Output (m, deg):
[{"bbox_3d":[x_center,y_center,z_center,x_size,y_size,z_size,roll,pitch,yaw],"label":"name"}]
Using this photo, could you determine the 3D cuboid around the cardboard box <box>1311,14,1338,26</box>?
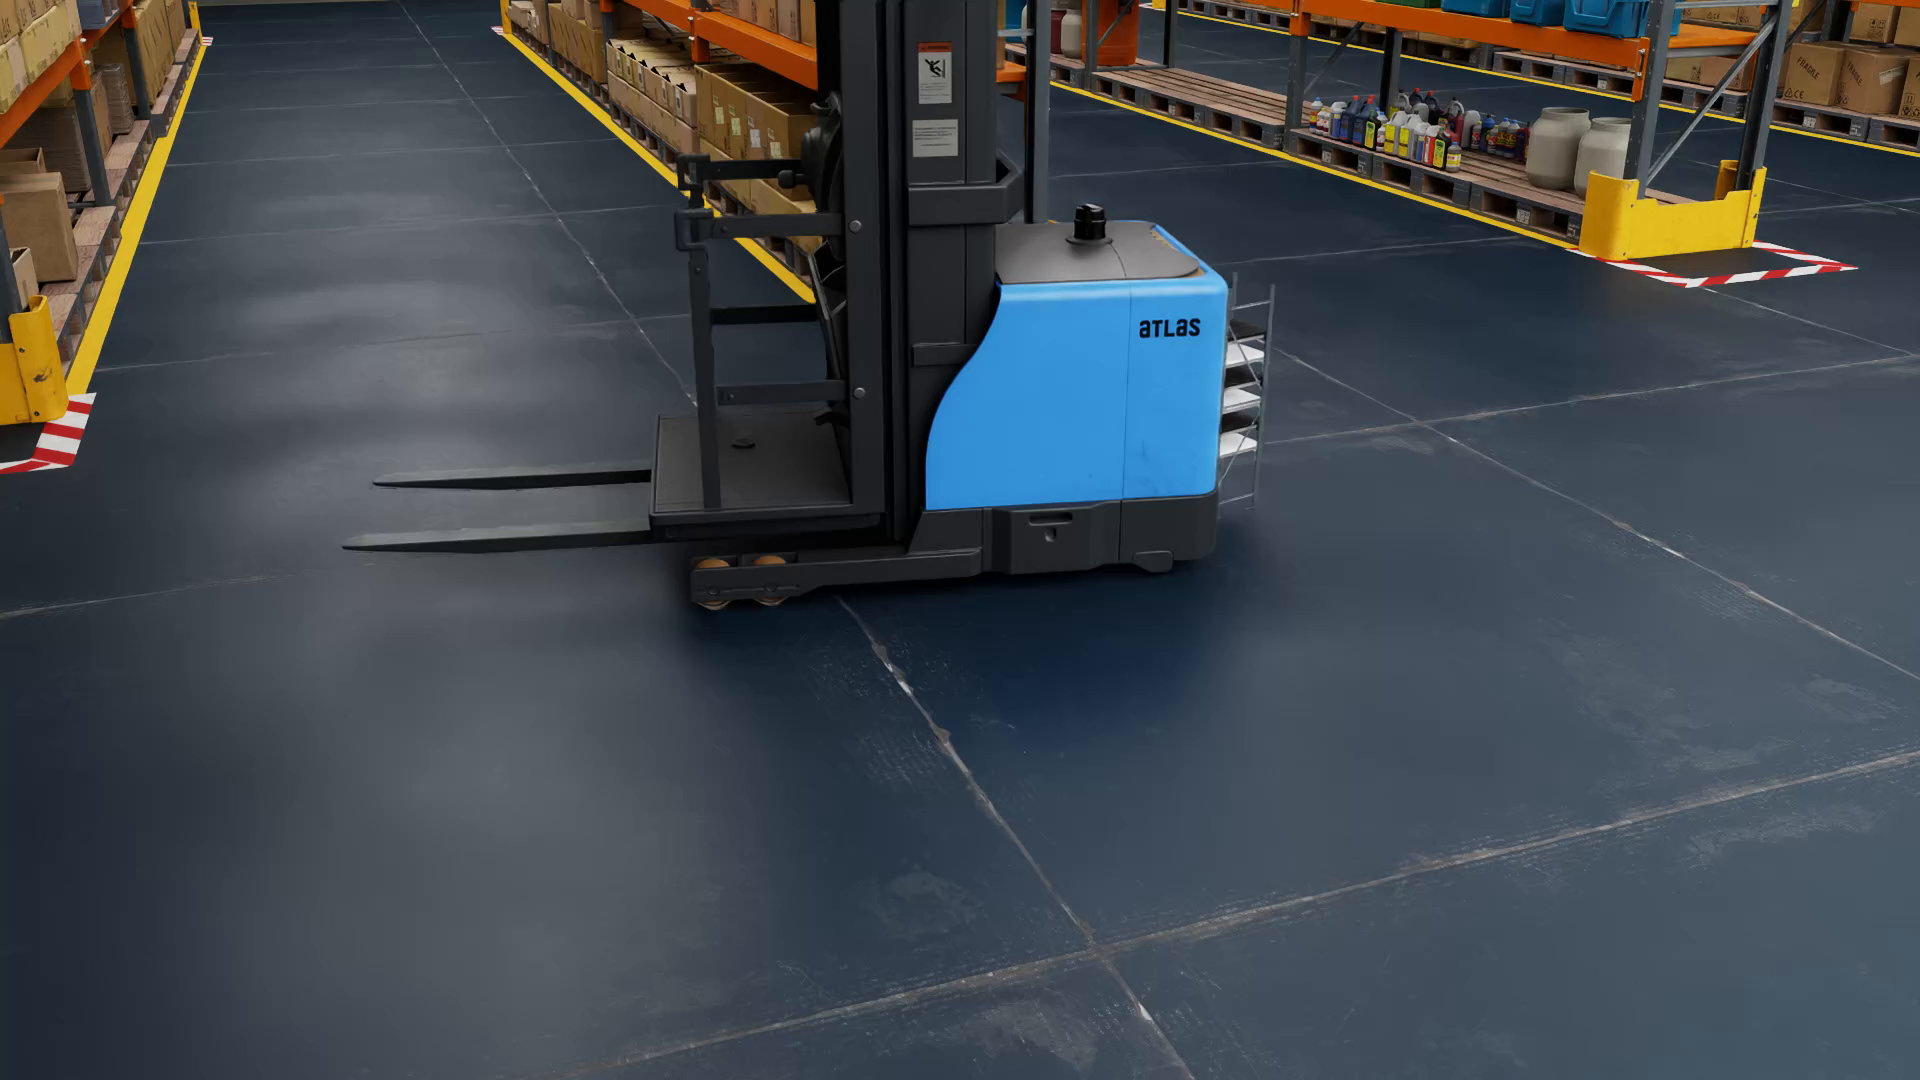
[{"bbox_3d":[5.255,-7.266,21.821,1.225,0.875,0.875,-8,24,-19],"label":"cardboard box"}]

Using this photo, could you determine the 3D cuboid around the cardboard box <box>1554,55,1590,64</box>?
[{"bbox_3d":[6.887,-5.438,17.942,0.700,0.500,0.500,-10,25,-23],"label":"cardboard box"}]

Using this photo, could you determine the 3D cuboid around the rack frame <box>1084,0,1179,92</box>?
[{"bbox_3d":[1.790,-6.148,16.975,1.000,3.000,0.127,-8,24,-19],"label":"rack frame"}]

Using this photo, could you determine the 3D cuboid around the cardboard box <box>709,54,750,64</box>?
[{"bbox_3d":[-1.890,-3.944,14.023,0.500,0.311,0.500,-8,24,-18],"label":"cardboard box"}]

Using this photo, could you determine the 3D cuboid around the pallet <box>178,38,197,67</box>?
[{"bbox_3d":[-9.522,-5.688,19.474,1.003,0.211,1.213,-8,24,-19],"label":"pallet"}]

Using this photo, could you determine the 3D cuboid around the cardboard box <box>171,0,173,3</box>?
[{"bbox_3d":[-9.195,-6.208,18.959,0.380,0.149,0.250,-9,24,-20],"label":"cardboard box"}]

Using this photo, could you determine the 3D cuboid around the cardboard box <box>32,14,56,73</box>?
[{"bbox_3d":[-5.075,-2.600,8.723,0.500,0.250,0.500,-8,24,-19],"label":"cardboard box"}]

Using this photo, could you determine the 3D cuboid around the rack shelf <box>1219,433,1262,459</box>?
[{"bbox_3d":[1.011,-0.352,6.473,0.258,0.077,0.200,-15,28,-31],"label":"rack shelf"}]

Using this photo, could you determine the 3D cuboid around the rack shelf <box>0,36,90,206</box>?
[{"bbox_3d":[-5.359,-2.277,8.717,1.077,0.370,4.000,-8,24,-19],"label":"rack shelf"}]

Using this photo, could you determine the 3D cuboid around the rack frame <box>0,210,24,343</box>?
[{"bbox_3d":[-4.652,-1.882,6.853,1.000,3.000,0.127,-8,24,-19],"label":"rack frame"}]

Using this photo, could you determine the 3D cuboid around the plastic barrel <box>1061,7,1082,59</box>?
[{"bbox_3d":[1.318,-5.564,18.250,0.421,0.512,0.421,0,23,0],"label":"plastic barrel"}]

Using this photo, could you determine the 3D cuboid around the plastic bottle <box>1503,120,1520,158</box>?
[{"bbox_3d":[4.146,-3.013,12.483,0.097,0.271,0.097,0,23,0],"label":"plastic bottle"}]

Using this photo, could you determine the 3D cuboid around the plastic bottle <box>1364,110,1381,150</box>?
[{"bbox_3d":[3.186,-3.161,12.819,0.061,0.283,0.133,-7,24,-17],"label":"plastic bottle"}]

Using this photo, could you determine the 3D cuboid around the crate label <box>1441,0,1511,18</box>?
[{"bbox_3d":[3.713,-3.889,11.570,0.502,0.435,0.616,-8,24,-19],"label":"crate label"}]

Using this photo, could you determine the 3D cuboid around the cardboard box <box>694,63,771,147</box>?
[{"bbox_3d":[-1.561,-3.077,11.722,0.500,0.500,0.500,-8,24,-19],"label":"cardboard box"}]

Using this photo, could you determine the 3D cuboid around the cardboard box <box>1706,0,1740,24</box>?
[{"bbox_3d":[10.240,-7.095,21.900,0.500,0.500,0.500,-9,25,-21],"label":"cardboard box"}]

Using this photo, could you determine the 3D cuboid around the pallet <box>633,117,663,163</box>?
[{"bbox_3d":[-2.164,-3.438,14.135,1.003,0.211,1.213,-8,24,-19],"label":"pallet"}]

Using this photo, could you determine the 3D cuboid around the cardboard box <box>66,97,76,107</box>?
[{"bbox_3d":[-6.570,-2.832,11.760,0.700,0.500,0.500,-9,24,-20],"label":"cardboard box"}]

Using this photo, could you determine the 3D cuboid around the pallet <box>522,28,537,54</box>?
[{"bbox_3d":[-4.935,-6.332,21.001,1.003,0.211,1.213,-8,24,-19],"label":"pallet"}]

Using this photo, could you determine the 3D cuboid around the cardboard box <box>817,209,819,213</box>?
[{"bbox_3d":[-0.487,-1.989,9.141,0.500,0.500,0.500,-8,24,-19],"label":"cardboard box"}]

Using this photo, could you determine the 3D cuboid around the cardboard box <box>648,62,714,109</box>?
[{"bbox_3d":[-2.207,-3.679,13.394,0.500,0.311,0.500,-8,24,-19],"label":"cardboard box"}]

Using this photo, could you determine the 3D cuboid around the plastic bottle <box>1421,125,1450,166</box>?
[{"bbox_3d":[3.494,-2.891,12.189,0.152,0.276,0.135,-8,24,-19],"label":"plastic bottle"}]

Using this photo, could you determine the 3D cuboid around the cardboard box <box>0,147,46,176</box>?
[{"bbox_3d":[-5.661,-2.015,9.820,0.500,0.500,0.500,-10,25,-23],"label":"cardboard box"}]

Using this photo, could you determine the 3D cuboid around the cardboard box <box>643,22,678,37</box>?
[{"bbox_3d":[-2.929,-4.915,16.701,0.500,0.500,0.500,-9,25,-21],"label":"cardboard box"}]

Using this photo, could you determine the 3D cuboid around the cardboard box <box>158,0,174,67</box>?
[{"bbox_3d":[-8.540,-5.227,17.016,0.750,0.750,0.750,-8,24,-18],"label":"cardboard box"}]

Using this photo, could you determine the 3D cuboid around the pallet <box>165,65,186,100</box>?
[{"bbox_3d":[-8.548,-4.687,17.099,1.003,0.211,1.213,-8,24,-19],"label":"pallet"}]

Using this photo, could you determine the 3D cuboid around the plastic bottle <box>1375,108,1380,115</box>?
[{"bbox_3d":[3.264,-3.254,13.054,0.097,0.271,0.097,0,23,0],"label":"plastic bottle"}]

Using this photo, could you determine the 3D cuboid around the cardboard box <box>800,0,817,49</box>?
[{"bbox_3d":[-0.532,-3.152,9.737,0.700,0.500,0.500,-8,24,-19],"label":"cardboard box"}]

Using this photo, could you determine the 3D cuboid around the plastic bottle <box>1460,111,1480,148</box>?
[{"bbox_3d":[3.936,-3.201,12.923,0.152,0.276,0.135,-8,24,-18],"label":"plastic bottle"}]

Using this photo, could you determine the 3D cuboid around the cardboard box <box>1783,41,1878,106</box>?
[{"bbox_3d":[7.940,-4.265,15.185,0.500,0.500,0.500,-9,25,-21],"label":"cardboard box"}]

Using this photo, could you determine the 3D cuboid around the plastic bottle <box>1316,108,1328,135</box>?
[{"bbox_3d":[2.941,-3.395,13.480,0.097,0.201,0.097,0,23,0],"label":"plastic bottle"}]

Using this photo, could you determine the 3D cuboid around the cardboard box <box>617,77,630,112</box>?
[{"bbox_3d":[-2.757,-3.983,14.838,0.500,0.250,0.500,-9,24,-20],"label":"cardboard box"}]

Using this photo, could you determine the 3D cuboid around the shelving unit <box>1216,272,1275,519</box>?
[{"bbox_3d":[1.013,-0.548,6.388,0.258,0.900,0.210,-15,28,-31],"label":"shelving unit"}]

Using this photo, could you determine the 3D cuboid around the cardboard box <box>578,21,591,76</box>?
[{"bbox_3d":[-3.578,-5.016,16.942,0.500,0.500,0.500,-9,25,-21],"label":"cardboard box"}]

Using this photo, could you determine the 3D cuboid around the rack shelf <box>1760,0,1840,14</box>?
[{"bbox_3d":[7.130,-5.769,17.003,1.077,0.370,4.000,-8,24,-19],"label":"rack shelf"}]

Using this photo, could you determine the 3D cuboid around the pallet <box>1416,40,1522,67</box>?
[{"bbox_3d":[6.216,-5.840,19.833,1.003,0.211,1.213,-8,24,-19],"label":"pallet"}]

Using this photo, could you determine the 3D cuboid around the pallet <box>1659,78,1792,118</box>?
[{"bbox_3d":[7.560,-4.372,16.351,1.003,0.211,1.213,-8,24,-19],"label":"pallet"}]

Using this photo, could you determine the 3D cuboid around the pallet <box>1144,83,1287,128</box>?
[{"bbox_3d":[2.454,-4.134,15.786,1.003,0.211,1.213,-8,24,-19],"label":"pallet"}]

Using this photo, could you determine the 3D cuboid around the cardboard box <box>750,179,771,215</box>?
[{"bbox_3d":[-1.026,-2.187,10.577,0.500,0.250,0.500,-8,24,-19],"label":"cardboard box"}]

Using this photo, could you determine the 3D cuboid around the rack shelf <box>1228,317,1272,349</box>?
[{"bbox_3d":[1.014,-0.765,6.294,0.258,0.077,0.200,-15,28,-31],"label":"rack shelf"}]

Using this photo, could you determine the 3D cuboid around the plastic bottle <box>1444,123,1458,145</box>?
[{"bbox_3d":[3.593,-2.910,12.222,0.061,0.283,0.133,-8,24,-19],"label":"plastic bottle"}]

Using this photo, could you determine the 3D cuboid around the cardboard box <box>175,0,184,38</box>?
[{"bbox_3d":[-9.787,-6.315,20.048,0.700,0.500,0.500,-8,24,-19],"label":"cardboard box"}]

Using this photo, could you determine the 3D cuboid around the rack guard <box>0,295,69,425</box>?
[{"bbox_3d":[-4.679,-0.758,7.404,1.175,0.500,0.348,-8,24,-19],"label":"rack guard"}]

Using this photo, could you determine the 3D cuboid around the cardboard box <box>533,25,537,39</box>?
[{"bbox_3d":[-4.914,-6.108,19.985,0.380,0.149,0.250,-8,24,-19],"label":"cardboard box"}]

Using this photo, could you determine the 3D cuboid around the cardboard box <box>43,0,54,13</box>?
[{"bbox_3d":[-5.259,-3.127,9.008,0.500,0.500,0.500,-9,24,-21],"label":"cardboard box"}]

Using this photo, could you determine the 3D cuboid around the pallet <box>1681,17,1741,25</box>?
[{"bbox_3d":[10.397,-6.913,22.380,1.003,0.211,1.213,-8,24,-19],"label":"pallet"}]

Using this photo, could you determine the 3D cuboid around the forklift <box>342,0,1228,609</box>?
[{"bbox_3d":[-0.642,-1.336,5.645,3.031,2.935,1.130,-3,23,-8],"label":"forklift"}]

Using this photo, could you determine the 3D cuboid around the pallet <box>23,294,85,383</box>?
[{"bbox_3d":[-4.933,-0.925,8.172,1.003,0.211,1.213,-8,24,-19],"label":"pallet"}]
